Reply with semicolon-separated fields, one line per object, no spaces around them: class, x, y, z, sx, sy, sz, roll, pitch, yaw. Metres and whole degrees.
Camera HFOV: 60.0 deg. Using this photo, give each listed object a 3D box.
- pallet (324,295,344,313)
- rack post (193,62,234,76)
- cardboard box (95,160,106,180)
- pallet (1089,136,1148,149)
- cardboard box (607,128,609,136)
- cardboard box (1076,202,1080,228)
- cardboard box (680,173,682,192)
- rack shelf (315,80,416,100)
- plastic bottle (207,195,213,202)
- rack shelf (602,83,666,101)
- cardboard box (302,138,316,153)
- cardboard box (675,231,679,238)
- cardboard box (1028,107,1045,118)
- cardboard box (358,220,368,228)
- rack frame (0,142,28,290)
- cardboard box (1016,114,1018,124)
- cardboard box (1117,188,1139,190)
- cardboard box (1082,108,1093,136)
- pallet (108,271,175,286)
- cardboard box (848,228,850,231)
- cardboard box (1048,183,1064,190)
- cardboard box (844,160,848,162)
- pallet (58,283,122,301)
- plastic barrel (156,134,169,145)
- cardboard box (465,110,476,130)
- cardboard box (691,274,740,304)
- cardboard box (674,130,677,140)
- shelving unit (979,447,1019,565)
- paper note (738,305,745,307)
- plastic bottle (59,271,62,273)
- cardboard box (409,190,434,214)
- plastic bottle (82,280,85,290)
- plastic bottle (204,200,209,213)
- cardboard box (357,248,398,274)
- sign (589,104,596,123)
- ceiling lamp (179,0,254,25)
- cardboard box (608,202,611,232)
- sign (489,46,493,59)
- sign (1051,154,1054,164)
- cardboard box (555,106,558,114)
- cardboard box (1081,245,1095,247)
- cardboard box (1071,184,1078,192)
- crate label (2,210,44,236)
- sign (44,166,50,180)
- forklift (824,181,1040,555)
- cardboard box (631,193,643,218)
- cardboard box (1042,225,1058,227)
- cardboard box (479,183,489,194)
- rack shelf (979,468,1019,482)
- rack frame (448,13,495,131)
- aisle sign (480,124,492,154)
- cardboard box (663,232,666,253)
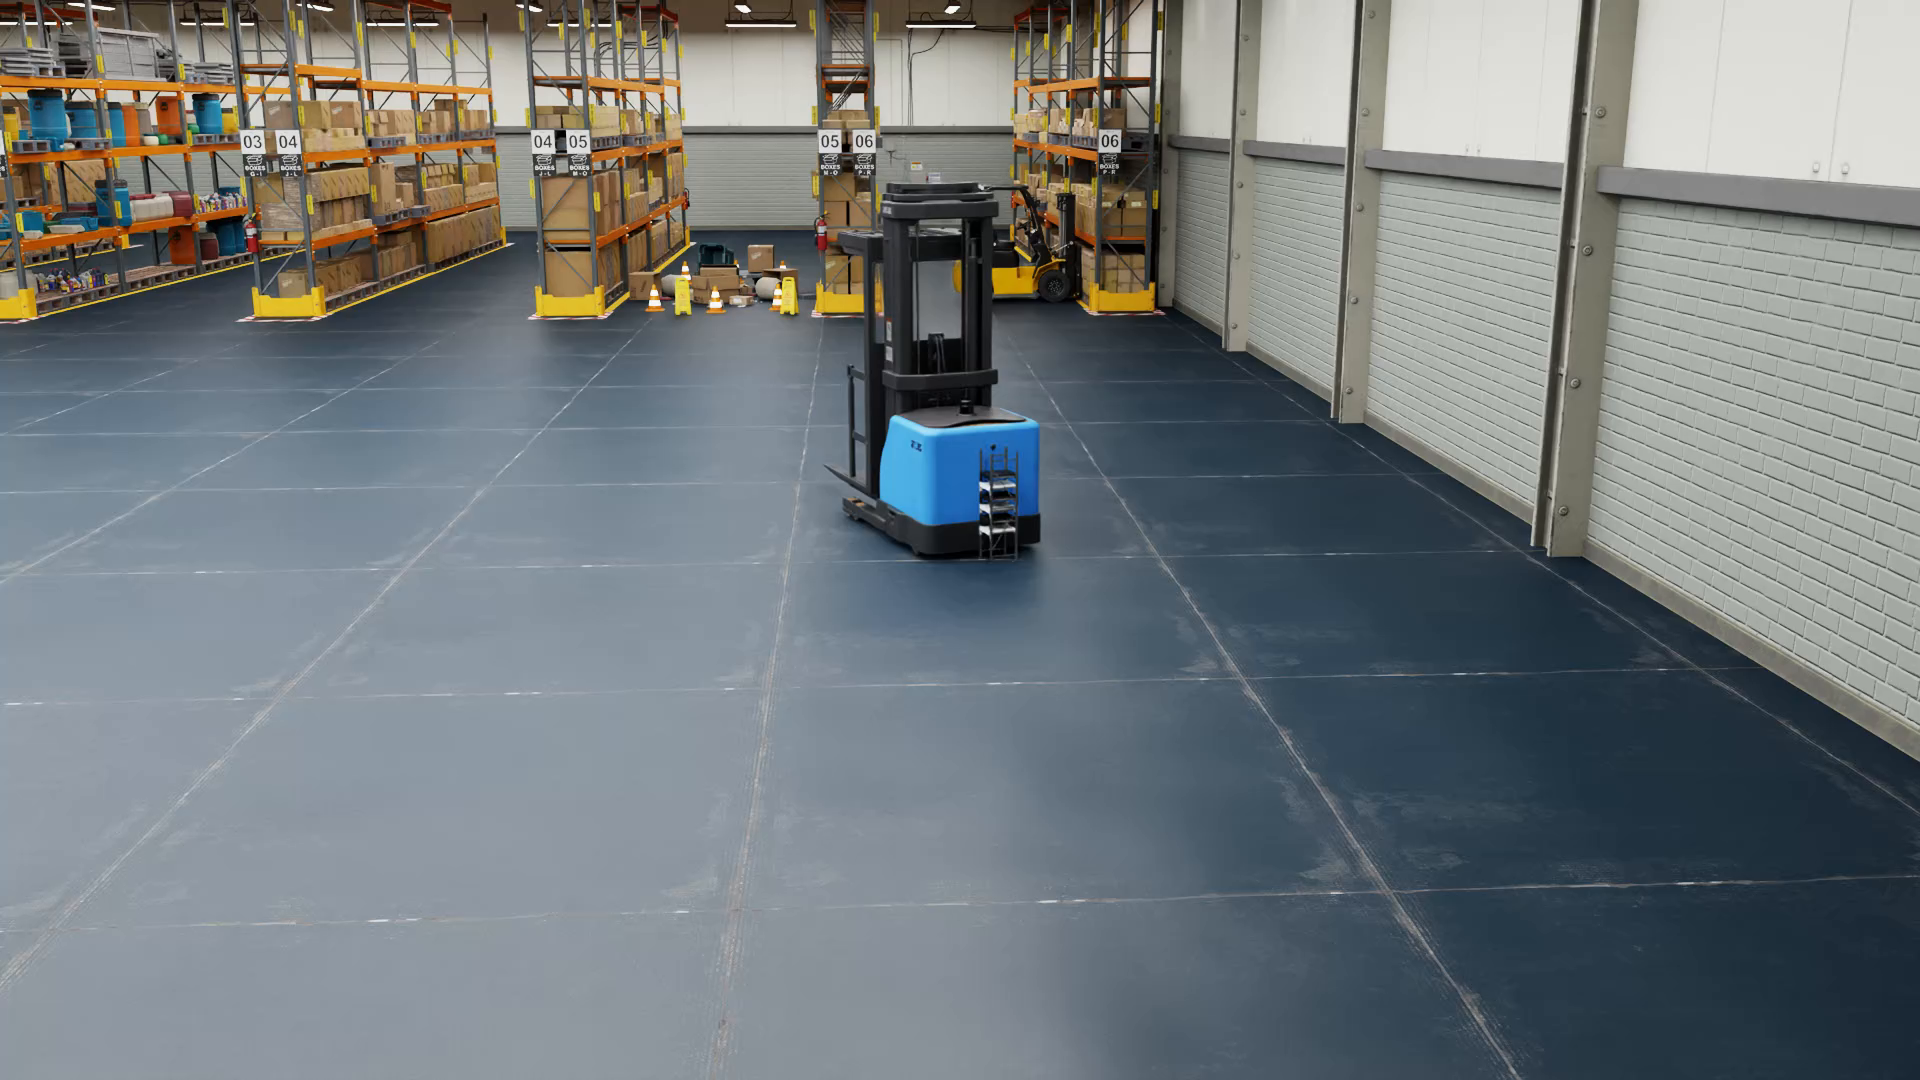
pallet;-11.911;-4.298;30.308;1.003;0.211;1.213;-1;14;-3
rack post;-17.557;-10.994;38.848;0.937;0.300;0.954;-1;14;-4
cardboard box;-22.436;-9.555;42.936;0.500;0.500;0.500;0;14;-2
pallet;2.936;-7.244;30.318;1.003;0.211;1.213;-1;14;-3
cardboard box;-6.745;-7.591;30.951;0.380;0.149;0.250;-1;14;-4
cardboard box;2.554;-6.331;32.413;0.500;0.500;0.500;-1;14;-4
cardboard box;-7.614;-9.414;43.799;0.500;0.500;0.500;-1;14;-4
rack shelf;-12.263;-9.283;34.291;1.077;0.370;4.000;-1;14;-3
plastic bottle;-17.269;-7.778;38.335;0.144;0.351;0.185;-1;14;-3
rack shelf;-7.554;-10.329;38.358;1.077;0.370;4.000;-1;14;-3
cardboard box;-11.663;-6.931;29.226;0.500;0.250;0.500;0;14;-2
cardboard box;-7.487;-7.908;43.023;0.380;0.149;0.250;-1;14;-3
cardboard box;1.881;-10.489;40.787;0.396;0.266;0.258;-1;14;-4
cardboard box;-11.826;-6.189;32.565;0.380;0.149;0.250;-1;14;-3
rack frame;-16.834;-5.351;28.803;1.000;3.000;0.127;-1;14;-3
cardboard box;1.752;-11.162;44.070;0.500;0.250;0.500;-1;14;-4
cardboard box;3.174;-6.576;31.465;0.380;0.149;0.250;-1;14;-5
cardboard box;2.722;-7.921;31.522;0.797;0.503;0.637;0;14;-2
pallet;-17.248;-5.494;34.955;1.003;0.211;1.213;-1;14;-3
cardboard box;-1.844;-5.609;30.310;0.380;0.149;0.250;-1;14;-3
cardboard box;2.184;-7.926;37.310;0.380;0.149;0.250;0;14;-2
cardboard box;-2.988;-9.550;41.616;0.380;0.149;0.250;-1;14;-2
pallet;-17.082;-4.827;32.365;1.003;0.211;1.213;-1;14;-3
plastic barrel;-17.264;-8.657;35.945;0.294;0.245;0.294;0;14;0
cardboard box;-12.662;-10.624;42.035;0.700;0.500;0.500;0;14;-1
cardboard box;-4.636;-4.769;31.552;0.797;0.503;0.637;-13;20;-42
cardboard box;-7.524;-10.347;42.501;0.500;0.250;0.500;0;14;-1
shelving unit;0.309;-0.274;13.283;0.258;0.900;0.210;-6;16;-23
paper note;-4.045;-4.347;30.859;0.148;0.019;0.142;-6;16;-23
plastic bottle;-17.453;-5.074;32.309;0.152;0.276;0.135;0;14;-1
cardboard box;-12.145;-7.590;37.306;0.500;0.500;0.500;0;14;-2
plastic bottle;-16.682;-4.850;31.590;0.097;0.201;0.097;0;14;0
plastic bottle;-17.026;-7.546;37.567;0.061;0.283;0.133;-1;14;-3
cardboard box;-12.201;-5.836;34.821;0.700;0.500;0.500;-2;15;-8
sign;-6.380;-7.400;28.835;0.100;0.325;0.005;-1;14;-3
ceiling lamp;-20.439;-15.692;45.241;2.000;3.185;0.800;-1;14;-3
cardboard box;-7.042;-6.052;31.226;0.875;0.550;0.500;-1;14;-3
sign;-12.340;-12.807;43.710;0.100;0.325;0.005;-1;14;-3
sign;2.518;-10.354;45.292;0.100;0.325;0.005;-1;14;-3
cardboard box;-7.308;-7.588;29.340;0.380;0.149;0.250;-1;14;-3
cardboard box;2.487;-5.632;32.567;0.500;0.250;0.500;0;14;-2
cardboard box;2.430;-7.075;33.406;0.380;0.149;0.250;-1;14;-2
crate label;-17.218;-5.821;30.561;0.502;0.435;0.616;-1;14;-3
sign;-21.968;-8.830;40.001;0.100;0.325;0.005;-1;14;-3
forklift;-0.394;-1.623;14.451;1.130;2.935;3.031;-6;16;-23
cardboard box;-7.073;-7.160;35.635;0.500;0.500;0.500;-1;14;-4
cardboard box;2.156;-7.465;39.893;0.380;0.149;0.250;-1;14;-3
cardboard box;-12.525;-9.109;43.112;0.500;0.250;0.500;-1;14;-5
rack shelf;0.309;-0.503;13.225;0.258;0.077;0.200;-6;16;-23
rack frame;-12.882;-12.312;43.818;1.000;3.000;0.127;-1;14;-3
aisle sign;-12.587;-10.688;44.329;0.394;0.787;0.004;-1;14;-3
cardboard box;-7.349;-7.148;39.962;0.500;0.500;0.500;-1;14;-5
